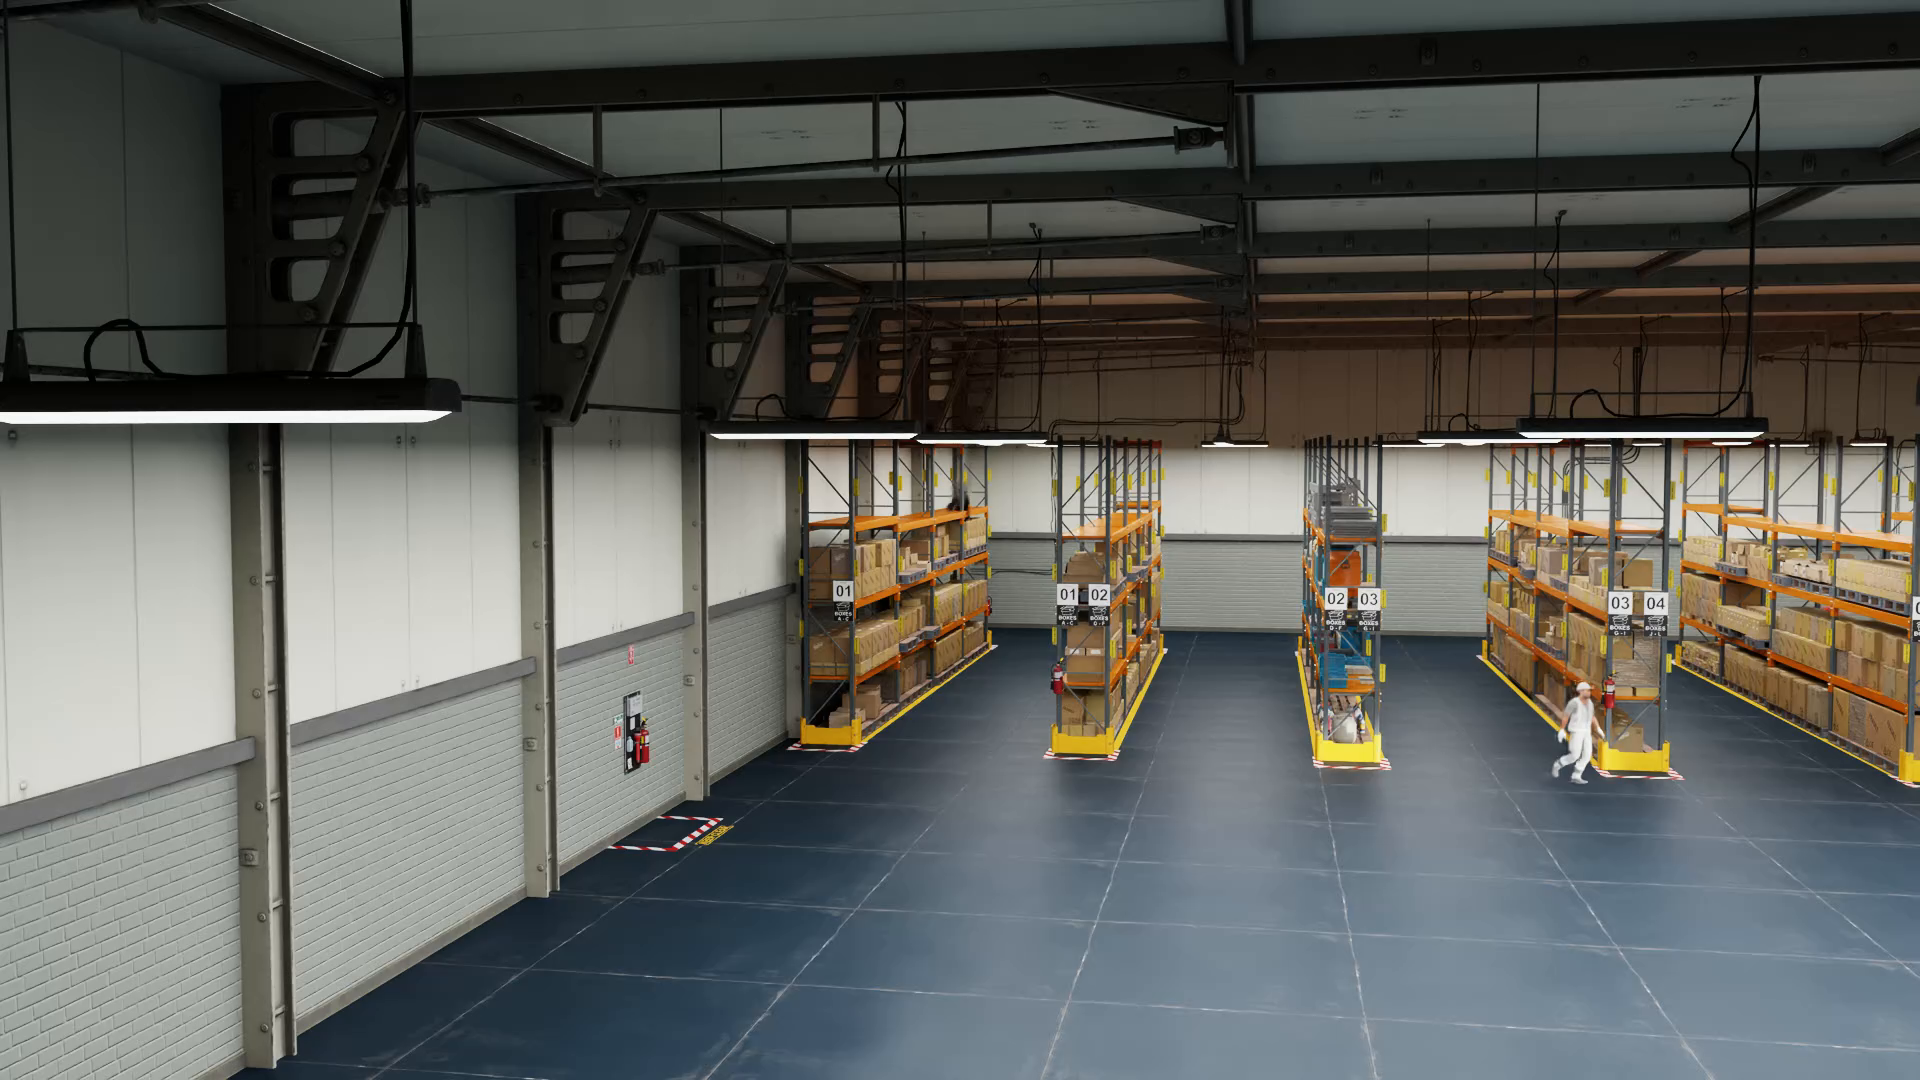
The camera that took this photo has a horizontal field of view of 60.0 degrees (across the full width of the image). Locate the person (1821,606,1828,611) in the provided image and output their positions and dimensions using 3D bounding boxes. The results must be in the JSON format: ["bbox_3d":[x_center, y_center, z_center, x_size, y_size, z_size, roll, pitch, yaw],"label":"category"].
[{"bbox_3d":[21.685,2.547,41.829,0.655,1.765,1.000,0,3,-8],"label":"person"}]

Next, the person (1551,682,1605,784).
[{"bbox_3d":[10.569,3.301,28.511,0.716,1.746,0.689,-2,4,-28],"label":"person"}]
